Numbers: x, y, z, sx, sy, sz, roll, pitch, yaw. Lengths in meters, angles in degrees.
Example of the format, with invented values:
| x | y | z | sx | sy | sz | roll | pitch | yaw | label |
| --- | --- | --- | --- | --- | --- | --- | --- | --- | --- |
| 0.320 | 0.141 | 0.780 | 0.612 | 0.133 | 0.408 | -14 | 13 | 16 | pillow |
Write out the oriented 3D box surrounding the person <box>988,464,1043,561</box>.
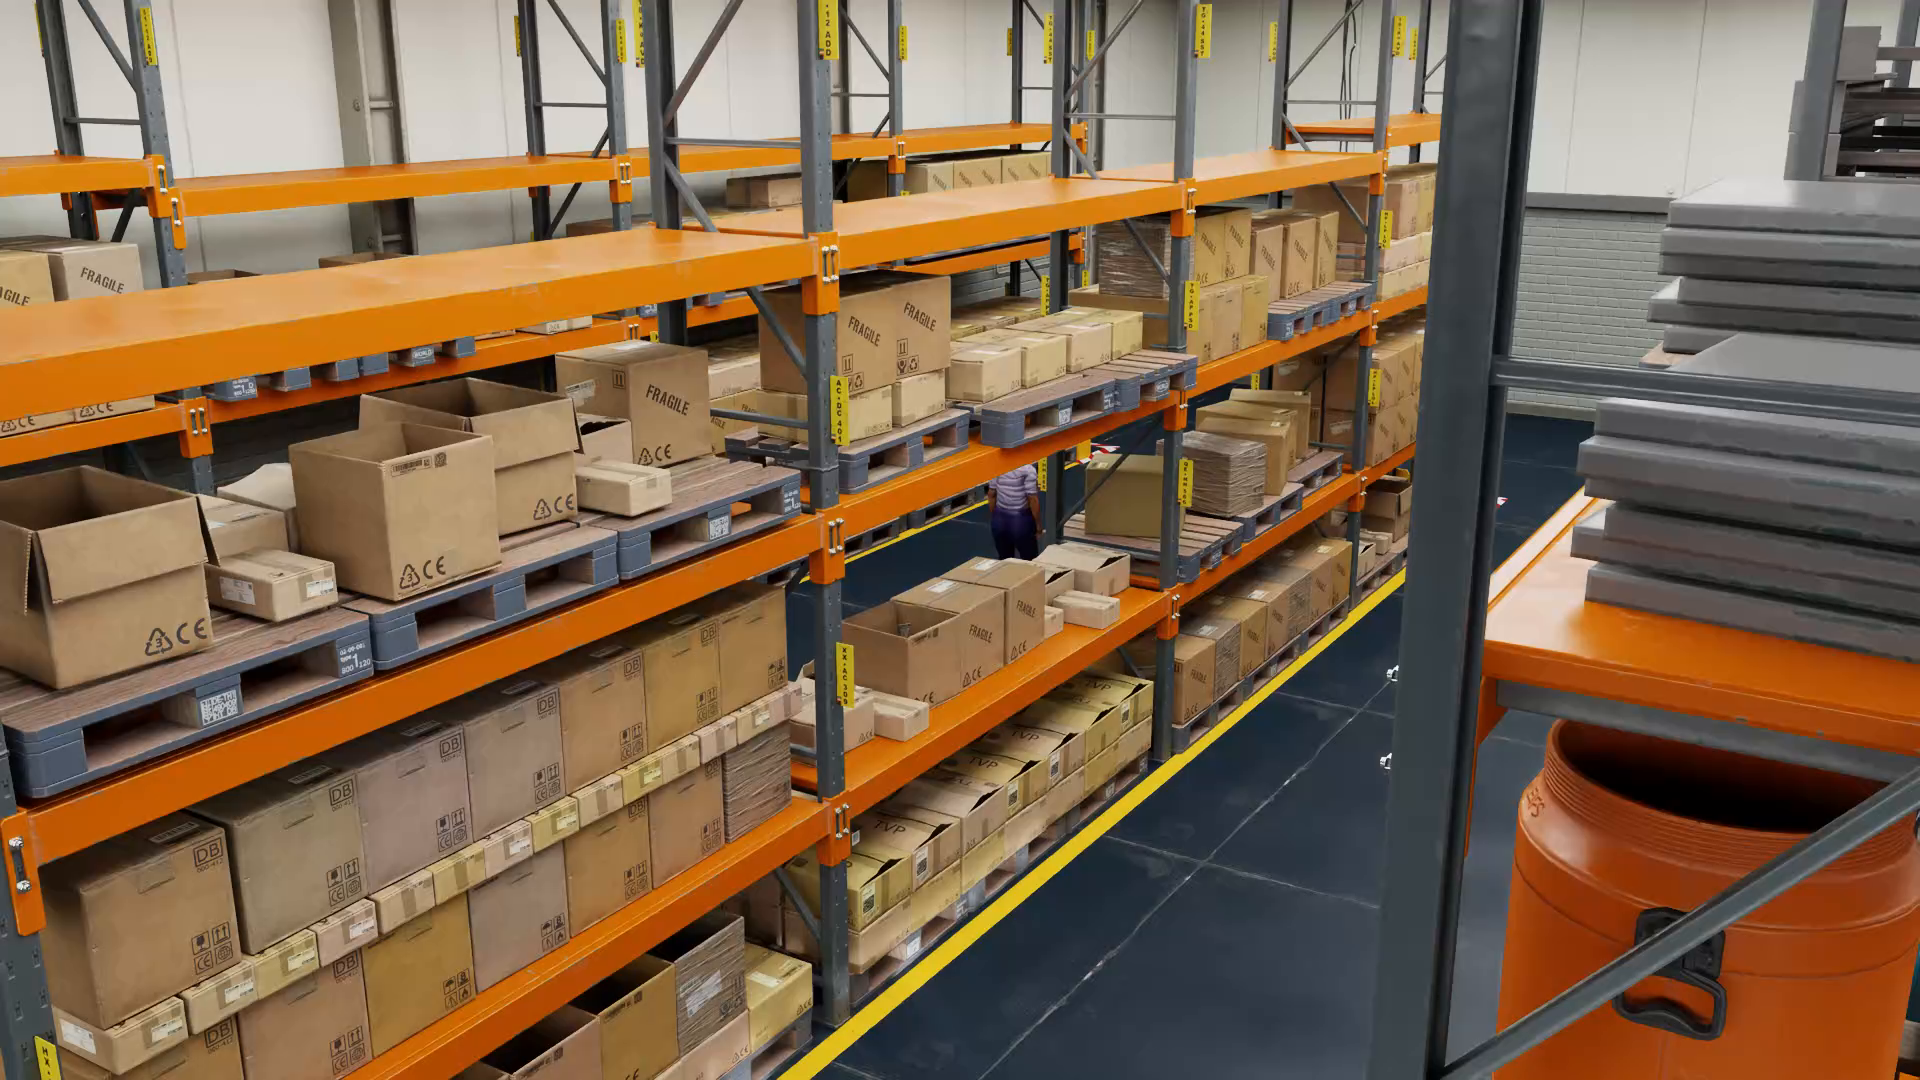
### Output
| x | y | z | sx | sy | sz | roll | pitch | yaw | label |
| --- | --- | --- | --- | --- | --- | --- | --- | --- | --- |
| 0.515 | -0.148 | 15.052 | 0.540 | 1.652 | 0.413 | 10 | 19 | 30 | person |
